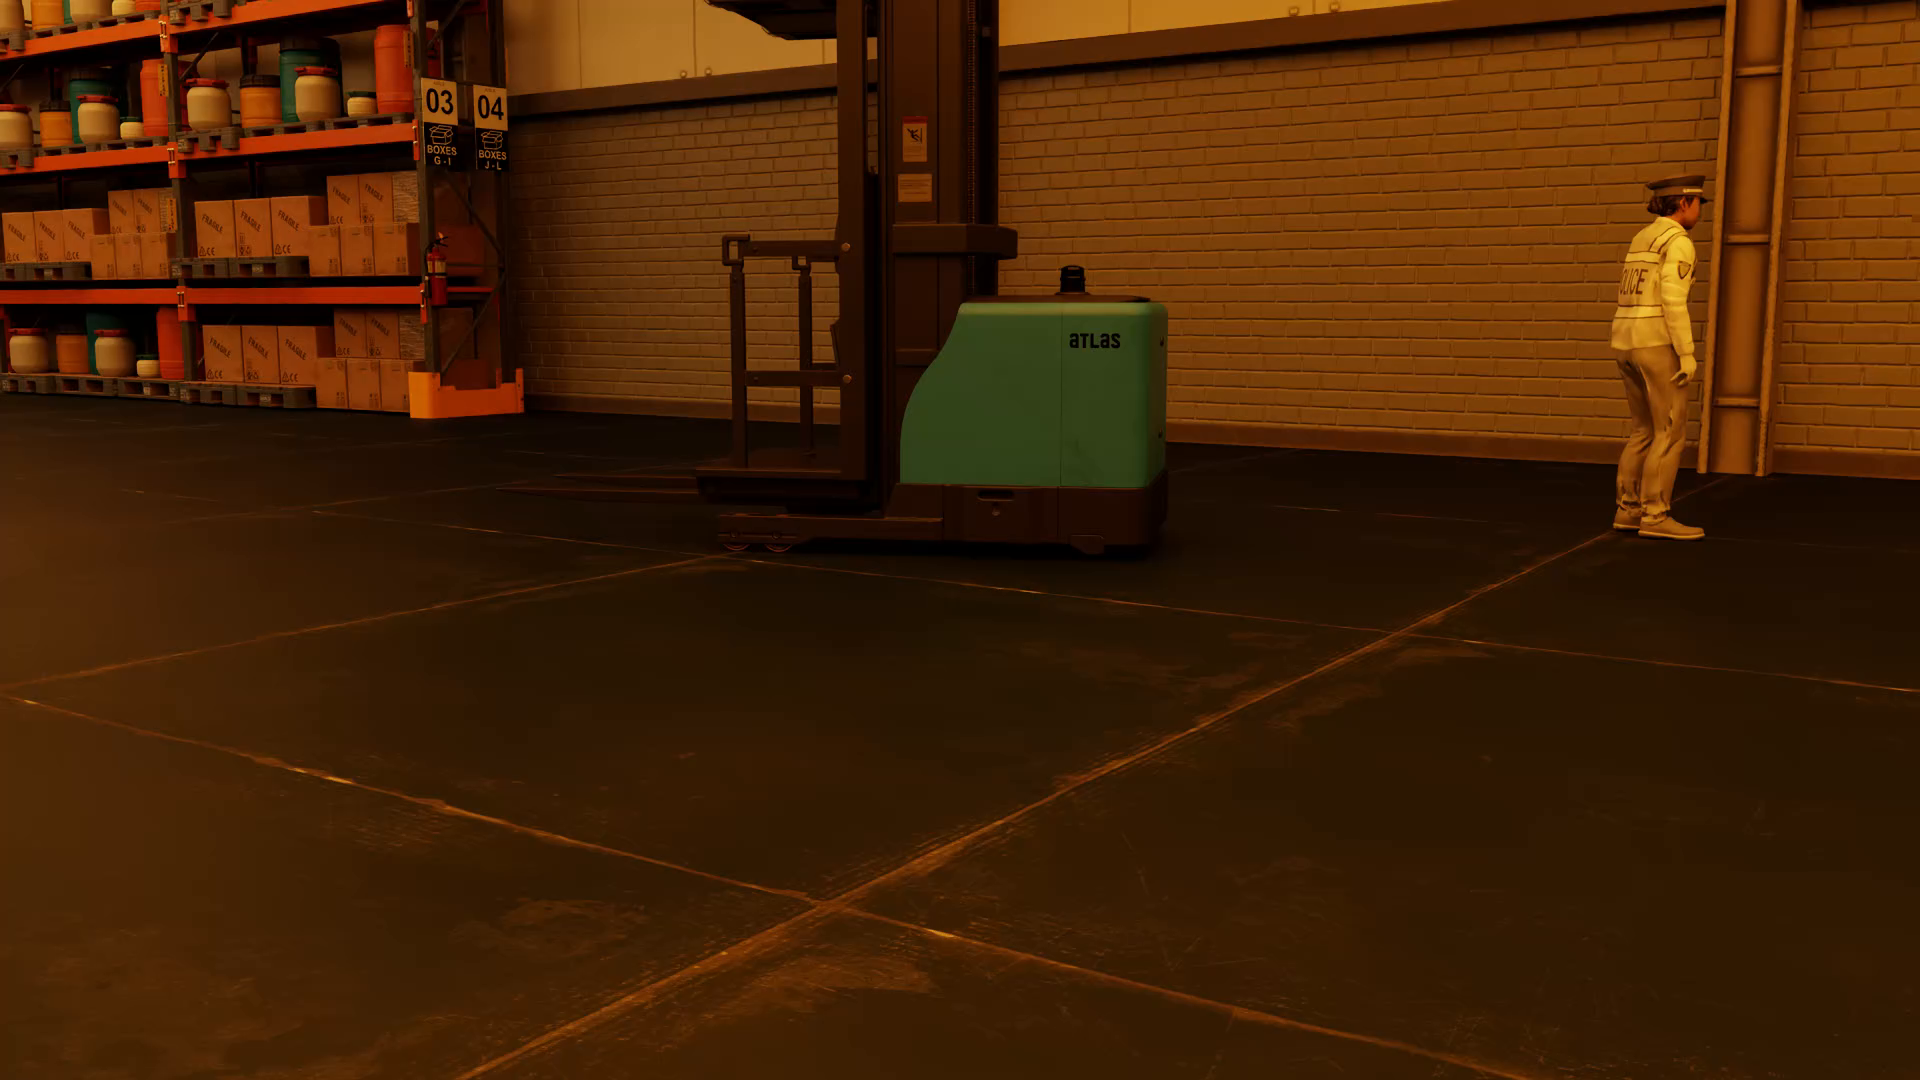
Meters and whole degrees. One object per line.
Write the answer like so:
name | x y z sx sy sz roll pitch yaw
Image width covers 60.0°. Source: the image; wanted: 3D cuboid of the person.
person | 3.232 -0.853 7.701 0.375 1.663 0.529 0 8 -2

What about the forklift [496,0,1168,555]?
forklift | -0.596 -1.469 7.520 3.031 2.935 1.130 2 8 12
